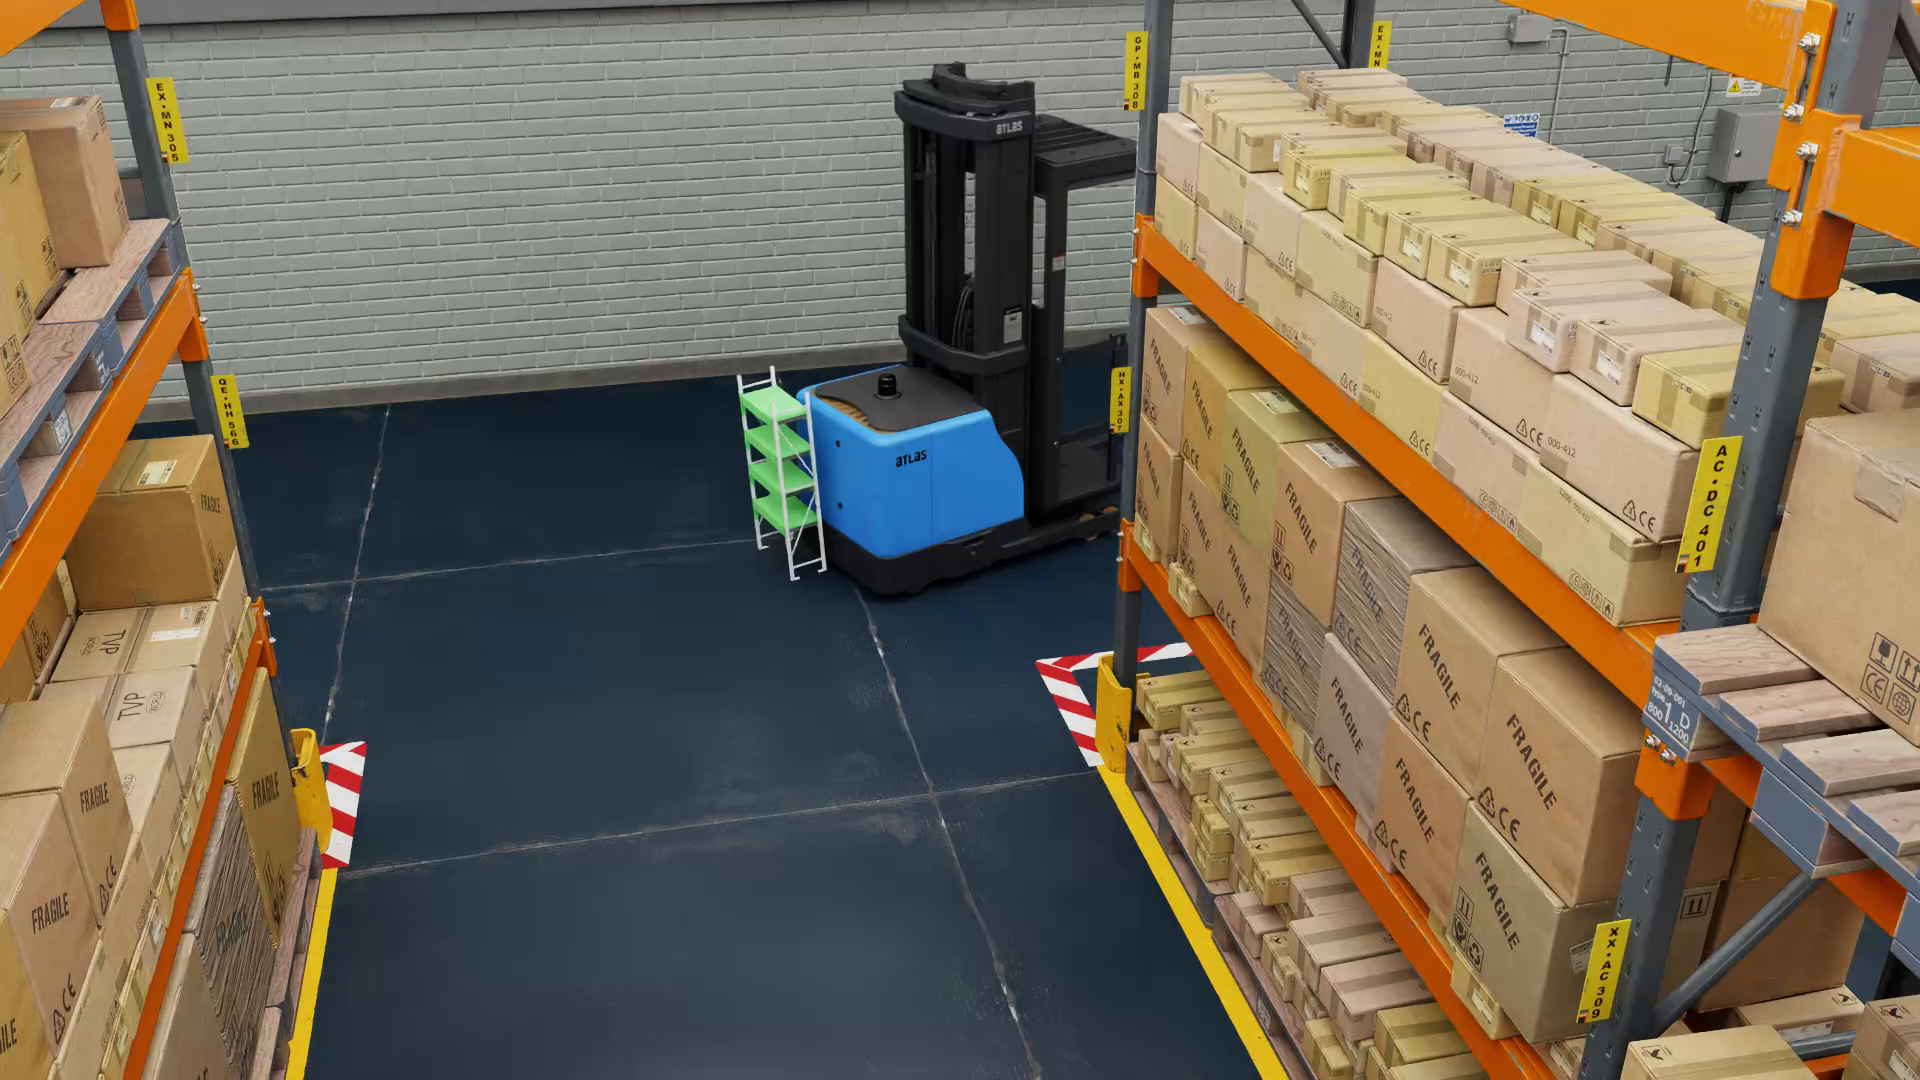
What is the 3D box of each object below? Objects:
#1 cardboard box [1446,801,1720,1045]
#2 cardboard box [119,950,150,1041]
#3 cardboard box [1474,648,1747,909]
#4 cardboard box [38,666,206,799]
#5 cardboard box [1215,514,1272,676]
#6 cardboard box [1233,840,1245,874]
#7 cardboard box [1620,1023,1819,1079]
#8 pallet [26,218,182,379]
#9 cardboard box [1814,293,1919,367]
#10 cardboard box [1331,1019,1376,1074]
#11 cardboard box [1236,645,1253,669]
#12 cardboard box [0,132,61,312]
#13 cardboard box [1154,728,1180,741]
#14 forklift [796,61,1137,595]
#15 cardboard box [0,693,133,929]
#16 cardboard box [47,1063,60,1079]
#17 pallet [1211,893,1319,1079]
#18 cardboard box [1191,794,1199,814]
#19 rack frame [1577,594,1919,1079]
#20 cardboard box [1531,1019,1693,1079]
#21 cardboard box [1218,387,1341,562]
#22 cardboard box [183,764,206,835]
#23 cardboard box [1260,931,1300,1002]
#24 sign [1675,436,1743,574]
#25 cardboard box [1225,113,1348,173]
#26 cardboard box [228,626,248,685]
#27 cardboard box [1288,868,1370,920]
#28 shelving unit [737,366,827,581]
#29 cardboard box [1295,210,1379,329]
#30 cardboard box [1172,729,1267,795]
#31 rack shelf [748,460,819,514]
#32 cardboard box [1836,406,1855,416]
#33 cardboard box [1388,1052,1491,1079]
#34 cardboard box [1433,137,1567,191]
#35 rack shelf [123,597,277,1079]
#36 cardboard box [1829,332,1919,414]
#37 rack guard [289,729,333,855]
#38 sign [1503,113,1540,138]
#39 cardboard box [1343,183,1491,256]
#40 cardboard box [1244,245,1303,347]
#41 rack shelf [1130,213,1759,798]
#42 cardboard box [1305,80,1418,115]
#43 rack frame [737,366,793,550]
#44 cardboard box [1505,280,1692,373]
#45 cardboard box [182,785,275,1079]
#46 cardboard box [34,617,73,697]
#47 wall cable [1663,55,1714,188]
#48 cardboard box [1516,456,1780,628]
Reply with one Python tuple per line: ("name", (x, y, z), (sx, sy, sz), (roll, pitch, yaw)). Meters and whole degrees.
("cardboard box", (1.796, 1.075, 4.850), (0.500, 0.500, 0.500), (-6, 27, -12))
("cardboard box", (-2.656, 1.386, 4.955), (0.380, 0.149, 0.250), (-6, 27, -12))
("cardboard box", (1.811, 0.633, 4.615), (0.500, 0.500, 0.500), (-7, 28, -13))
("cardboard box", (-2.980, 0.706, 5.860), (0.500, 0.250, 0.500), (-7, 28, -13))
("cardboard box", (1.354, 0.177, 6.630), (0.500, 0.500, 0.500), (-6, 27, -11))
("cardboard box", (1.399, 1.344, 7.127), (0.380, 0.149, 0.250), (-7, 28, -14))
("cardboard box", (1.821, 1.315, 3.968), (0.380, 0.149, 0.250), (-5, 27, -9))
("pallet", (-3.399, -0.835, 5.846), (1.003, 0.211, 1.213), (-6, 27, -12))
("cardboard box", (2.322, -0.512, 4.276), (0.380, 0.149, 0.250), (-7, 28, -14))
("cardboard box", (1.611, 1.819, 6.184), (0.380, 0.149, 0.250), (-5, 27, -10))
("cardboard box", (1.368, 0.420, 6.867), (0.380, 0.149, 0.250), (-6, 27, -12))
("cardboard box", (-3.398, -0.994, 5.374), (0.700, 0.500, 0.500), (-7, 28, -13))
("cardboard box", (1.147, 0.889, 8.028), (0.380, 0.149, 0.250), (-5, 27, -9))
("forklift", (0.473, -1.485, 10.439), (3.031, 2.935, 1.130), (-18, 32, -31))
("cardboard box", (-2.759, 0.814, 4.813), (0.500, 0.500, 0.500), (-7, 28, -13))
("cardboard box", (-2.526, 1.597, 4.094), (0.500, 0.250, 0.500), (-6, 27, -13))
("pallet", (1.716, 1.853, 6.844), (1.003, 0.211, 1.213), (-6, 27, -12))
("cardboard box", (1.286, 1.243, 7.657), (0.380, 0.149, 0.250), (-6, 27, -11))
("rack frame", (2.180, 1.436, 4.576), (1.000, 3.000, 0.127), (-6, 27, -12))
("cardboard box", (1.888, 1.447, 4.834), (0.380, 0.149, 0.250), (-6, 27, -12))
("cardboard box", (1.337, -0.268, 6.401), (0.500, 0.500, 0.500), (-7, 28, -13))
("cardboard box", (-2.885, 0.937, 5.844), (0.380, 0.149, 0.250), (-6, 27, -11))
("cardboard box", (1.447, 1.706, 6.740), (0.380, 0.149, 0.250), (-6, 27, -12))
("sign", (1.653, -0.075, 3.667), (0.100, 0.325, 0.005), (-6, 27, -12))
("cardboard box", (1.214, -1.481, 6.195), (0.380, 0.149, 0.250), (-6, 27, -11))
("cardboard box", (-3.115, 0.488, 6.732), (0.380, 0.149, 0.250), (-6, 27, -11))
("cardboard box", (1.532, 1.441, 6.604), (0.380, 0.149, 0.250), (-6, 27, -11))
("shelving unit", (-1.090, -0.406, 10.206), (0.258, 1.200, 0.503), (-18, 32, -25))
("cardboard box", (1.461, -0.922, 5.531), (0.500, 0.250, 0.500), (-7, 28, -14))
("cardboard box", (1.177, 0.997, 7.484), (0.380, 0.149, 0.250), (-6, 27, -12))
("rack shelf", (-1.087, -0.350, 10.237), (0.258, 0.148, 0.480), (-18, 32, -25))
("cardboard box", (2.306, -0.295, 4.288), (0.500, 0.250, 0.500), (-5, 27, -10))
("cardboard box", (1.687, 1.909, 5.676), (0.380, 0.149, 0.250), (-6, 27, -12))
("cardboard box", (1.898, -1.312, 5.860), (0.380, 0.149, 0.250), (-5, 27, -10))
("rack shelf", (-3.126, 1.339, 5.567), (1.077, 0.370, 4.000), (-6, 27, -12))
("cardboard box", (2.351, -0.389, 4.033), (0.380, 0.149, 0.250), (-6, 27, -13))
("rack guard", (-3.582, 1.245, 7.729), (1.175, 0.500, 0.348), (-6, 27, -12))
("sign", (4.724, -3.483, 14.021), (0.327, 0.218, 0.001), (-6, 27, -12))
("cardboard box", (1.450, -1.021, 5.284), (0.380, 0.149, 0.250), (-6, 27, -12))
("cardboard box", (1.374, -0.913, 6.066), (0.500, 0.250, 0.500), (-7, 28, -13))
("rack shelf", (1.730, -0.460, 5.801), (1.077, 0.370, 4.000), (-6, 27, -12))
("cardboard box", (1.621, -1.761, 6.750), (0.380, 0.149, 0.250), (-6, 27, -11))
("rack frame", (-1.213, -0.501, 10.394), (0.240, 1.200, 0.015), (-18, 32, -25))
("cardboard box", (1.678, -0.565, 4.380), (0.380, 0.149, 0.250), (-6, 27, -12))
("cardboard box", (-3.149, 1.573, 6.197), (0.875, 0.875, 0.875), (-6, 27, -12))
("cardboard box", (-3.608, 0.539, 6.189), (0.500, 0.250, 0.500), (-6, 27, -12))
("wall cable", (6.164, -3.943, 14.105), (0.588, 1.984, 0.122), (-6, 27, -12))
("cardboard box", (1.806, -0.024, 4.306), (0.500, 0.250, 0.500), (-5, 27, -10))
